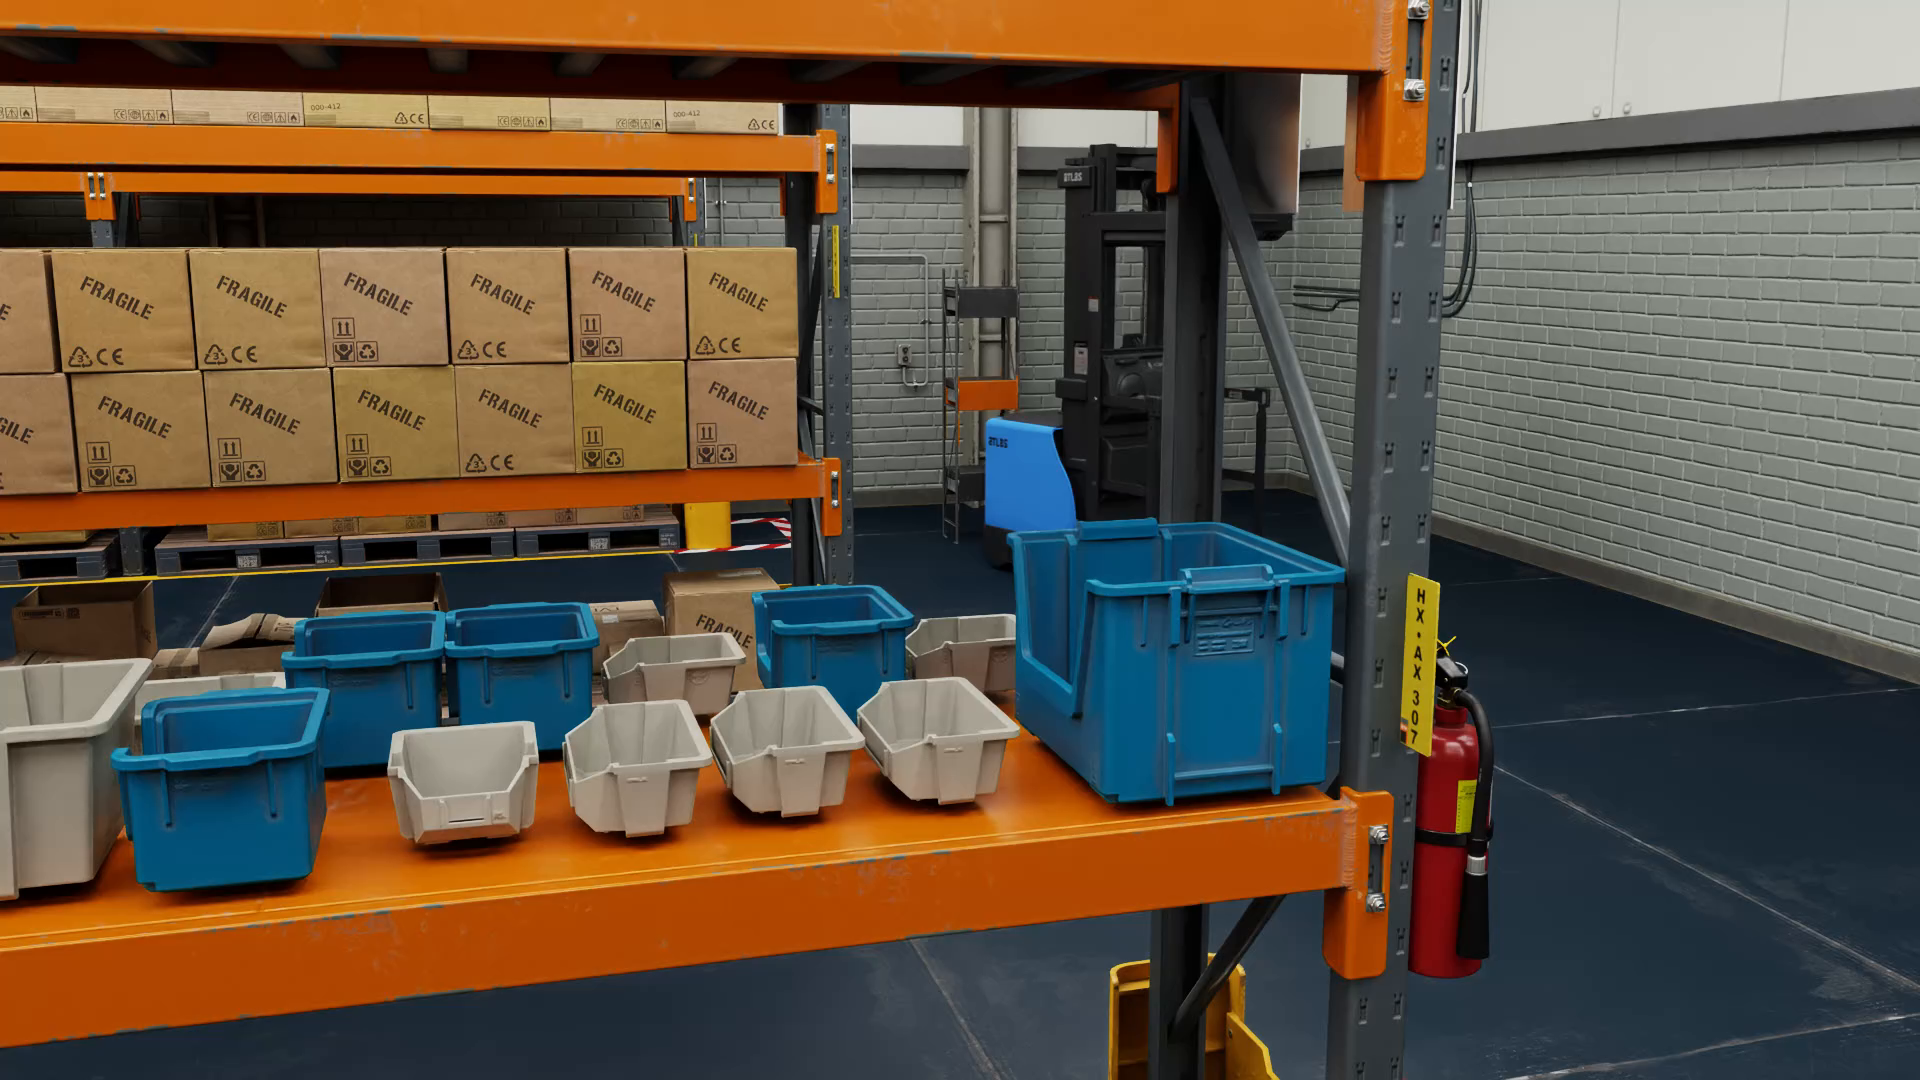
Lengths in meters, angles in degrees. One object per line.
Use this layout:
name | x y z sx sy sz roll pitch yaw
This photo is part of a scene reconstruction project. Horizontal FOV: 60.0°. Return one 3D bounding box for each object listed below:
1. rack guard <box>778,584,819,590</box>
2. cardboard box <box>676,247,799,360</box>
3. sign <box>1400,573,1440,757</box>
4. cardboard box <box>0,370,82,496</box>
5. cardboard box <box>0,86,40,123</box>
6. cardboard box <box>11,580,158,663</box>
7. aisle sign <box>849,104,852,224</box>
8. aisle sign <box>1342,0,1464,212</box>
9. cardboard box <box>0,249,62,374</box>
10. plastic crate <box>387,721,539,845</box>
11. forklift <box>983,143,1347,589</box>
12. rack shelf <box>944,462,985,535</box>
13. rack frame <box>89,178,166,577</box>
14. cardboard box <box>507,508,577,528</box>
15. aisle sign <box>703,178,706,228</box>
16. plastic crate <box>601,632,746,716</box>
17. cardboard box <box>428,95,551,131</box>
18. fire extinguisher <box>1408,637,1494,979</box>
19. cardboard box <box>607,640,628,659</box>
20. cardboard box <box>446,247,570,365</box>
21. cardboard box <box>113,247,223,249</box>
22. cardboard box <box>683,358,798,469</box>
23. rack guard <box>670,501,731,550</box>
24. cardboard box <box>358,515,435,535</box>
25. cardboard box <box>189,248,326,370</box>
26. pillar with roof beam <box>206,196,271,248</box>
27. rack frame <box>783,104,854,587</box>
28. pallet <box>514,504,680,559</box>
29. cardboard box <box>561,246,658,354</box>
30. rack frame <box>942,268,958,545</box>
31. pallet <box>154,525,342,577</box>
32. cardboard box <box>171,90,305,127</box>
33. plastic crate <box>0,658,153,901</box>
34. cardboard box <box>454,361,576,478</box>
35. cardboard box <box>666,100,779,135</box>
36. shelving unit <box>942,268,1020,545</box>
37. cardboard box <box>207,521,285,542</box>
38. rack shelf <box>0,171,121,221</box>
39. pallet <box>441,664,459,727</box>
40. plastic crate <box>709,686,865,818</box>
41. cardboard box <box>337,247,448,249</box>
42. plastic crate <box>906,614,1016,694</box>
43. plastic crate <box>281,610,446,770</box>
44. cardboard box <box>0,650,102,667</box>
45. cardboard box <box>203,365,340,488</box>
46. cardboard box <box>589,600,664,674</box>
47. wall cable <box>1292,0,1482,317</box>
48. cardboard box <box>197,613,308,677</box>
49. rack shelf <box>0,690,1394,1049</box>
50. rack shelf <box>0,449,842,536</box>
rack guard | -0.777 0.587 8.478 0.348 0.500 1.175 -3 11 -16
cardboard box | -1.054 -1.117 7.791 0.500 0.500 0.500 -3 11 -16
sign | 0.847 0.230 3.064 0.005 0.325 0.100 -3 11 -16
cardboard box | -3.979 -0.471 7.046 0.500 0.500 0.500 -3 11 -14
cardboard box | -4.008 -1.827 6.815 0.500 0.250 0.500 -3 11 -16
cardboard box | -4.076 0.491 7.784 0.500 0.500 0.500 -3 11 -16
aisle sign | -0.552 -1.875 7.766 0.004 0.787 0.394 -3 11 -16
aisle sign | 0.828 -1.016 3.102 0.004 0.787 0.394 -3 11 -16
cardboard box | -4.013 -0.960 6.937 0.500 0.500 0.500 -3 11 -14
plastic crate | -0.877 0.437 2.953 0.250 0.136 0.298 -3 11 -16
forklift | 1.448 -1.096 10.902 1.130 2.935 3.031 -8 13 -36
rack shelf | 0.159 -0.339 13.031 0.480 0.518 0.431 -3 11 -16
rack frame | -5.932 -1.305 11.849 0.127 3.000 1.000 -3 11 -16
cardboard box | -3.216 -0.406 12.713 0.500 0.500 0.700 -3 11 -16
aisle sign | -1.939 -2.737 12.450 0.004 0.787 0.394 -3 11 -16
plastic crate | -0.634 0.307 3.659 0.298 0.136 0.250 -3 11 -16
cardboard box | -2.083 -1.925 7.347 0.500 0.250 0.500 -3 11 -16
fire extinguisher | 0.949 0.508 3.247 0.183 0.674 0.296 -3 11 -16
cardboard box | -1.571 0.606 8.081 0.250 0.166 0.380 -3 11 -16
cardboard box | -2.035 -1.064 7.504 0.500 0.500 0.500 -3 11 -14
cardboard box | -3.640 -1.082 7.600 0.500 0.500 0.500 -3 11 -17
cardboard box | -1.058 -0.625 7.883 0.500 0.500 0.500 -3 11 -14
rack guard | -2.069 -0.279 13.182 0.348 0.500 1.175 -3 11 -16
cardboard box | -4.209 -0.352 12.420 0.500 0.500 0.700 -3 11 -15
cardboard box | -3.024 -1.012 7.220 0.500 0.500 0.500 -3 11 -18
pillar with roof beam | -4.299 -3.693 8.250 0.400 9.000 9.100 -3 11 -16
rack frame | -0.704 -0.646 8.272 0.127 3.000 1.000 -3 11 -16
pallet | -2.838 -0.082 12.908 1.213 0.211 1.003 -3 11 -16
cardboard box | -1.703 -1.183 8.149 0.500 0.500 0.500 -3 11 -15
rack frame | -0.075 -1.029 12.835 0.015 2.100 0.400 -3 11 -16
pallet | -5.180 0.042 12.237 1.213 0.211 1.003 -3 11 -16
cardboard box | -3.046 -1.877 7.084 0.500 0.250 0.500 -3 11 -16
plastic crate | -1.646 0.401 2.745 0.530 0.282 0.437 -3 11 -16
cardboard box | -2.035 -0.574 7.605 0.500 0.500 0.500 -3 11 -15
cardboard box | -1.123 -1.976 7.624 0.500 0.250 0.500 -3 11 -16
shelving unit | 0.159 -1.041 12.902 0.503 2.100 0.431 -3 11 -16
cardboard box | -5.186 -0.302 12.146 0.500 0.500 0.700 -3 11 -15
rack shelf | -7.853 -2.325 11.093 4.000 0.370 1.077 -3 11 -16
pallet | -2.711 0.831 7.952 1.213 0.211 1.003 -3 11 -16
plastic crate | -0.337 0.400 3.151 0.243 0.136 0.396 -3 11 -16
cardboard box | -2.672 -1.132 7.875 0.500 0.500 0.500 -3 11 -16
plastic crate | 0.017 0.272 3.845 0.298 0.136 0.250 -3 11 -16
plastic crate | -1.204 0.305 3.402 0.300 0.233 0.416 -3 11 -16
cardboard box | -4.081 0.678 7.287 0.500 0.311 0.500 -3 11 -16
cardboard box | -3.007 -0.523 7.326 0.500 0.500 0.500 -3 11 -16
cardboard box | -1.785 0.493 8.462 0.500 0.250 0.500 -3 11 -16
wall cable | 3.439 -3.155 13.904 0.112 2.526 3.097 -3 11 -16
cardboard box | -3.356 0.546 8.007 0.500 0.311 0.500 -3 11 -16
rack shelf | -1.243 0.670 3.109 4.000 0.370 1.077 -3 11 -16
rack shelf | -2.624 -0.191 7.788 4.000 0.370 1.077 -3 11 -16
